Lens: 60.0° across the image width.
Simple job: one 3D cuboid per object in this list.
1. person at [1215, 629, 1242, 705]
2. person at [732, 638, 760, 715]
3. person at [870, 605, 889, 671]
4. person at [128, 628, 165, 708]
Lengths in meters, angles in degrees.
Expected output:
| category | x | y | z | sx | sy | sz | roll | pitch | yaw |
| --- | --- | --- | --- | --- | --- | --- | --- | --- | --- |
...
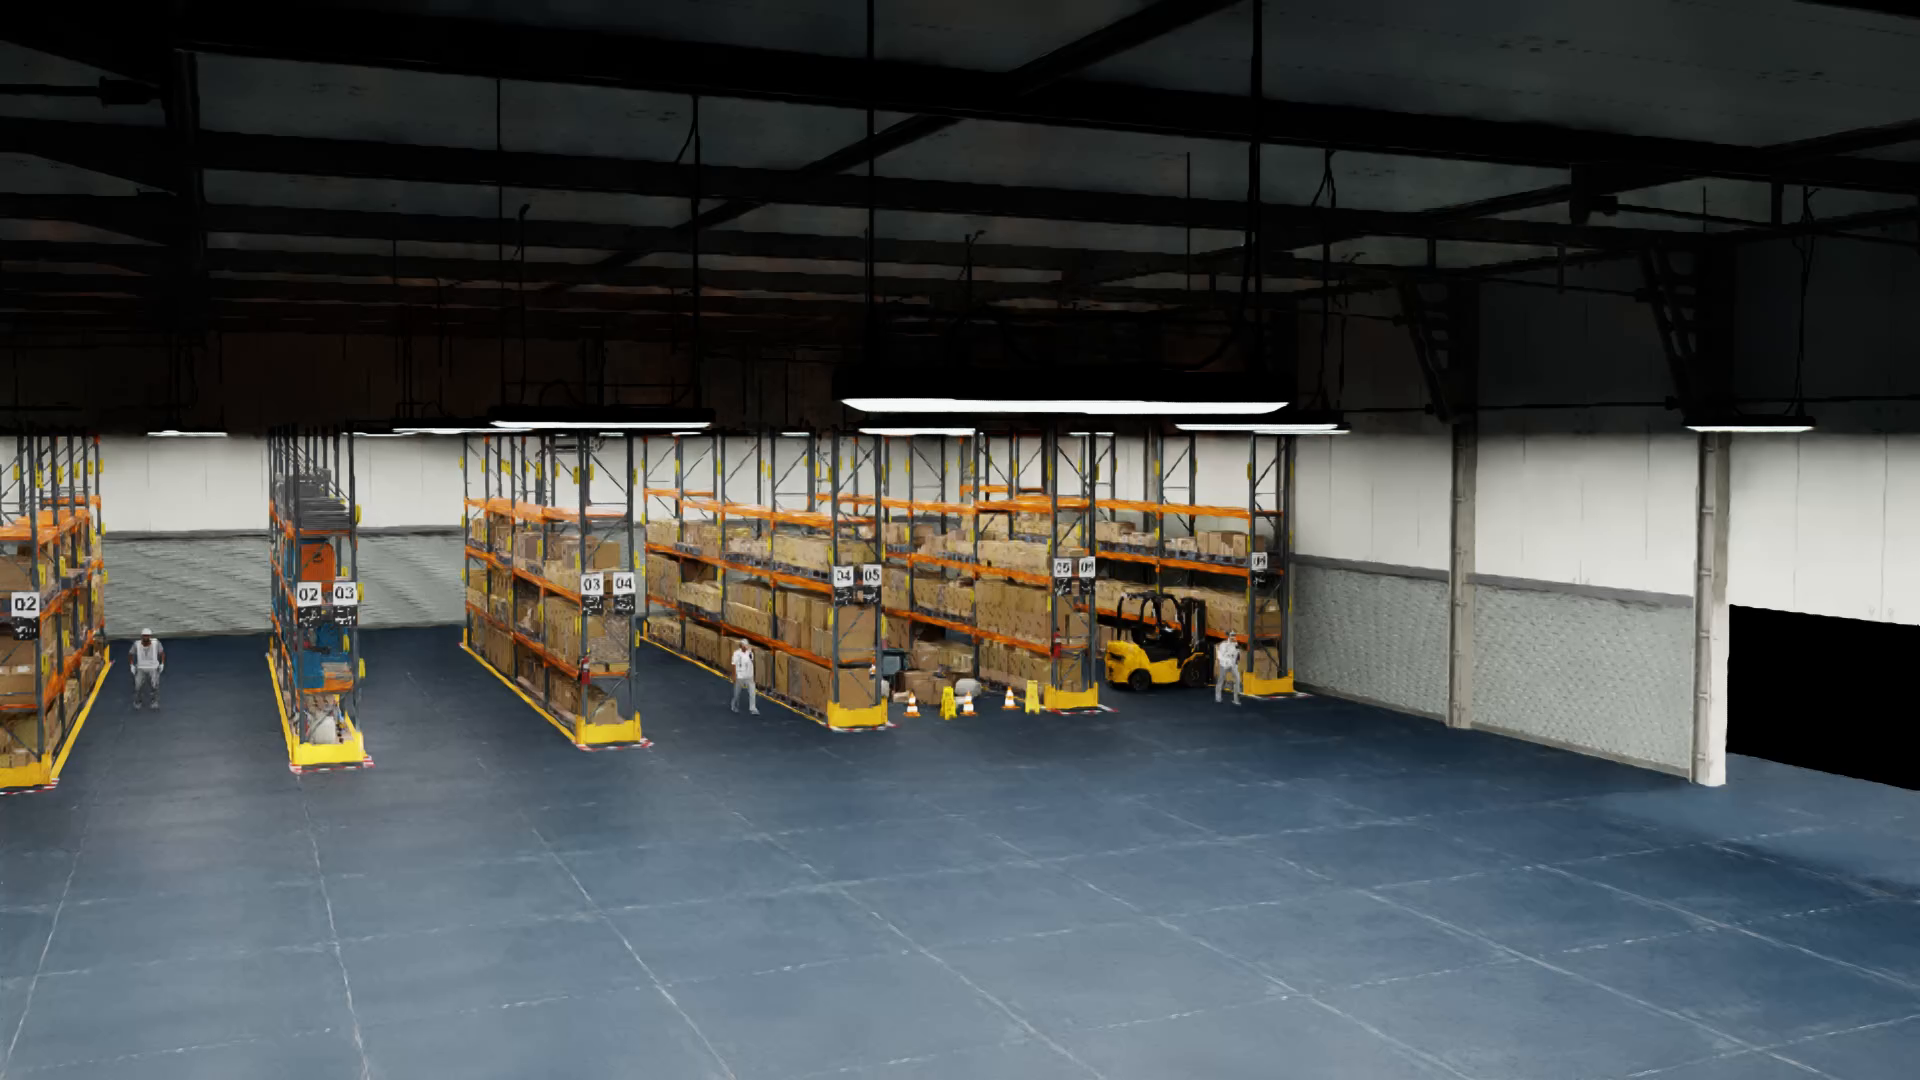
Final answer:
| category | x | y | z | sx | sy | sz | roll | pitch | yaw |
| --- | --- | --- | --- | --- | --- | --- | --- | --- | --- |
| person | 5.814 | 2.715 | 35.967 | 0.636 | 1.621 | 0.814 | -1 | 4 | -19 |
| person | -4.497 | 2.809 | 34.524 | 0.497 | 1.582 | 1.090 | -1 | 4 | -22 |
| person | -1.930 | 2.400 | 40.434 | 0.569 | 1.665 | 0.534 | 0 | 3 | 3 |
| person | -17.209 | 2.714 | 35.189 | 0.702 | 1.735 | 0.549 | -2 | 4 | -25 |
